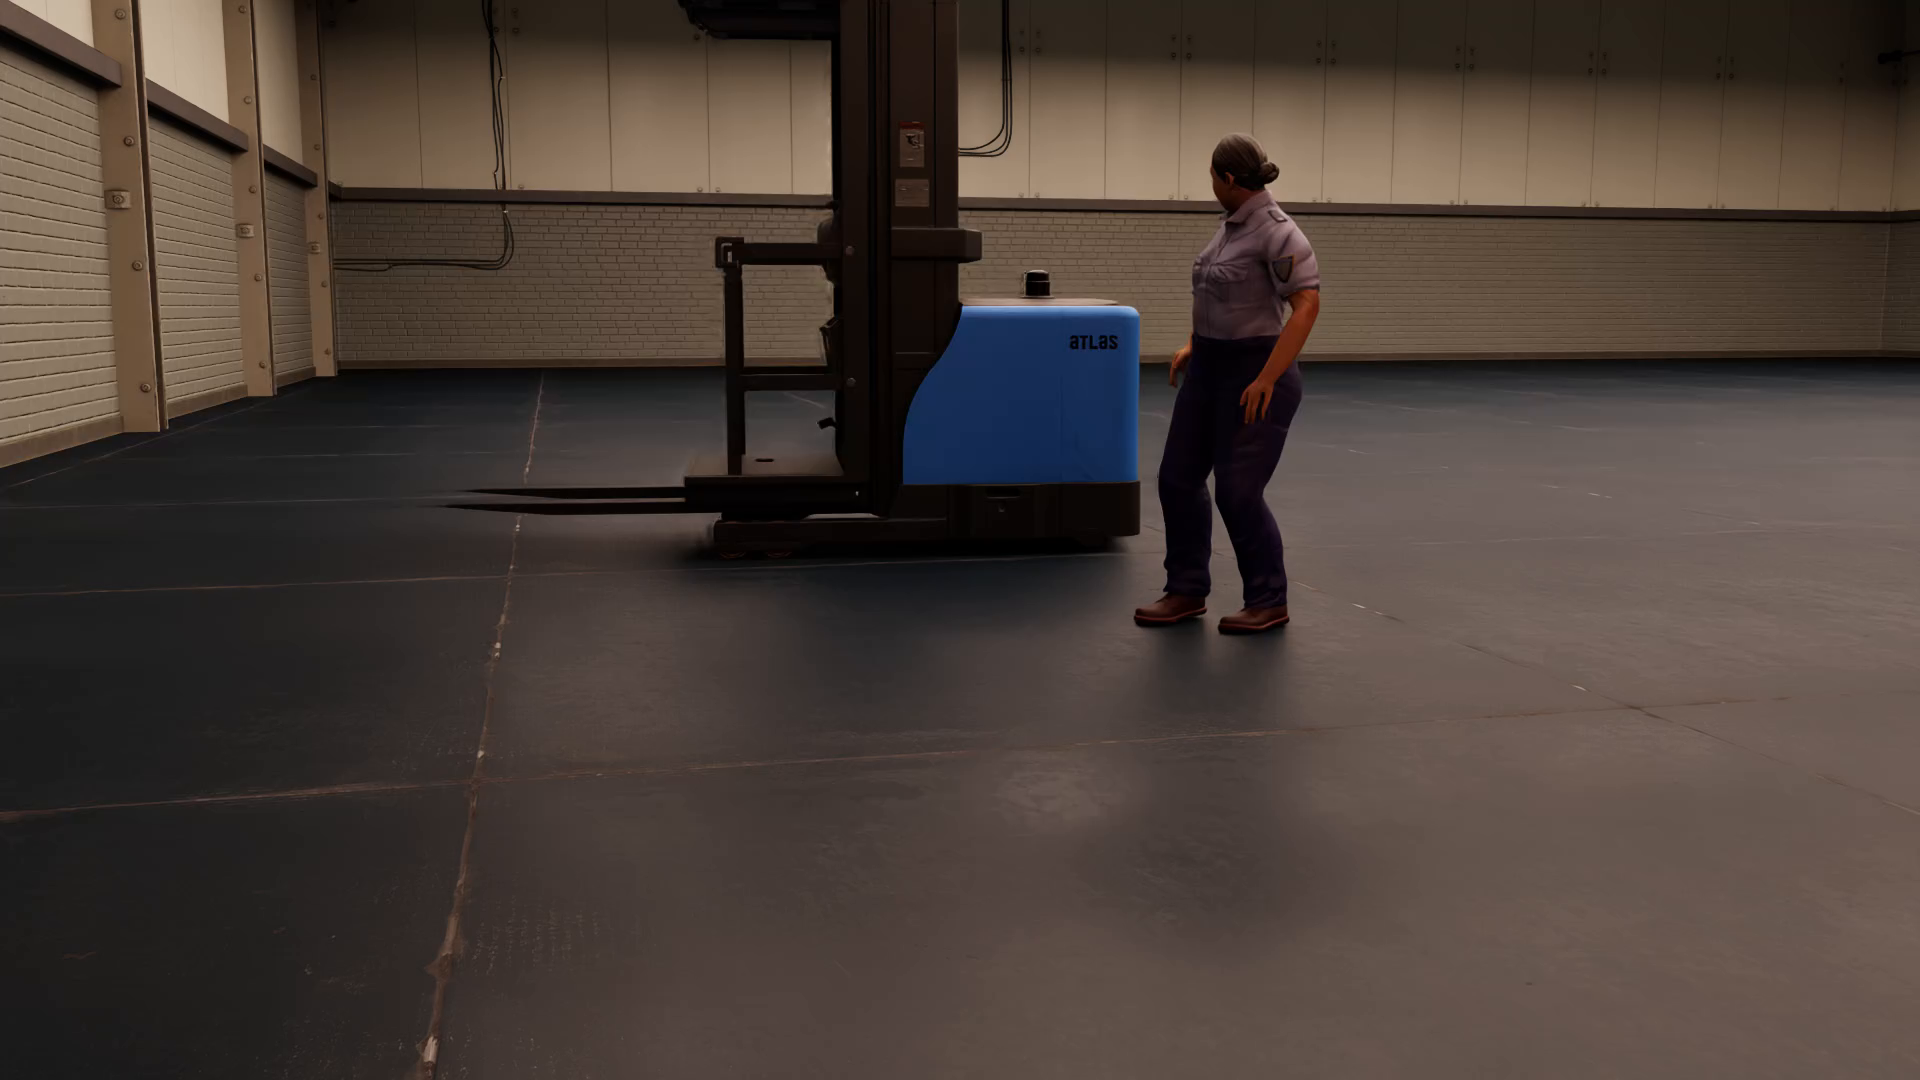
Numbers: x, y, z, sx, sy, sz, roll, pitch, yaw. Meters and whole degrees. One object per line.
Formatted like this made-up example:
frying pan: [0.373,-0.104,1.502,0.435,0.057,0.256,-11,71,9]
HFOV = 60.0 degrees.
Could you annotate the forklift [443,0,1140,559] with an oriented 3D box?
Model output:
forklift: [-0.753,-1.446,7.468,3.031,2.935,1.130,-1,8,-6]

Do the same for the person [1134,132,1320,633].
person: [0.886,-0.508,5.494,0.485,1.629,0.680,-4,9,-25]
